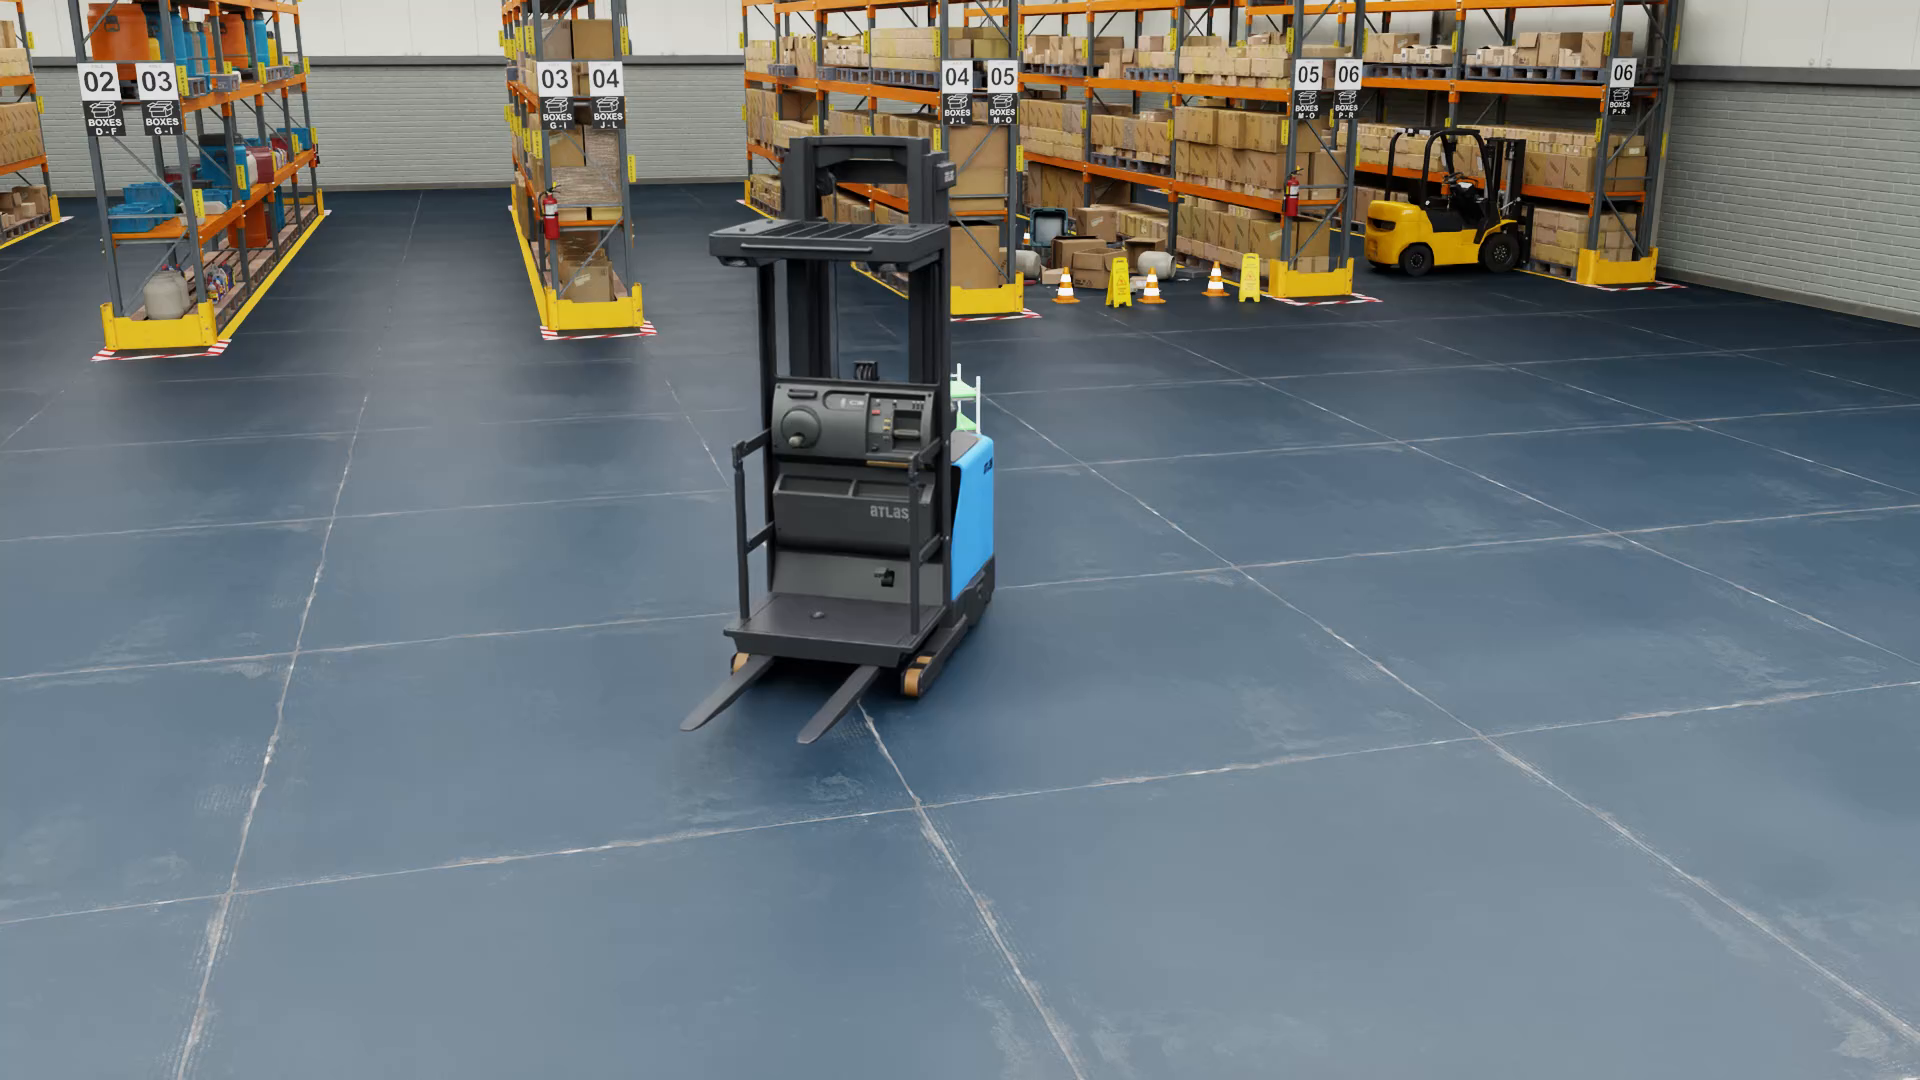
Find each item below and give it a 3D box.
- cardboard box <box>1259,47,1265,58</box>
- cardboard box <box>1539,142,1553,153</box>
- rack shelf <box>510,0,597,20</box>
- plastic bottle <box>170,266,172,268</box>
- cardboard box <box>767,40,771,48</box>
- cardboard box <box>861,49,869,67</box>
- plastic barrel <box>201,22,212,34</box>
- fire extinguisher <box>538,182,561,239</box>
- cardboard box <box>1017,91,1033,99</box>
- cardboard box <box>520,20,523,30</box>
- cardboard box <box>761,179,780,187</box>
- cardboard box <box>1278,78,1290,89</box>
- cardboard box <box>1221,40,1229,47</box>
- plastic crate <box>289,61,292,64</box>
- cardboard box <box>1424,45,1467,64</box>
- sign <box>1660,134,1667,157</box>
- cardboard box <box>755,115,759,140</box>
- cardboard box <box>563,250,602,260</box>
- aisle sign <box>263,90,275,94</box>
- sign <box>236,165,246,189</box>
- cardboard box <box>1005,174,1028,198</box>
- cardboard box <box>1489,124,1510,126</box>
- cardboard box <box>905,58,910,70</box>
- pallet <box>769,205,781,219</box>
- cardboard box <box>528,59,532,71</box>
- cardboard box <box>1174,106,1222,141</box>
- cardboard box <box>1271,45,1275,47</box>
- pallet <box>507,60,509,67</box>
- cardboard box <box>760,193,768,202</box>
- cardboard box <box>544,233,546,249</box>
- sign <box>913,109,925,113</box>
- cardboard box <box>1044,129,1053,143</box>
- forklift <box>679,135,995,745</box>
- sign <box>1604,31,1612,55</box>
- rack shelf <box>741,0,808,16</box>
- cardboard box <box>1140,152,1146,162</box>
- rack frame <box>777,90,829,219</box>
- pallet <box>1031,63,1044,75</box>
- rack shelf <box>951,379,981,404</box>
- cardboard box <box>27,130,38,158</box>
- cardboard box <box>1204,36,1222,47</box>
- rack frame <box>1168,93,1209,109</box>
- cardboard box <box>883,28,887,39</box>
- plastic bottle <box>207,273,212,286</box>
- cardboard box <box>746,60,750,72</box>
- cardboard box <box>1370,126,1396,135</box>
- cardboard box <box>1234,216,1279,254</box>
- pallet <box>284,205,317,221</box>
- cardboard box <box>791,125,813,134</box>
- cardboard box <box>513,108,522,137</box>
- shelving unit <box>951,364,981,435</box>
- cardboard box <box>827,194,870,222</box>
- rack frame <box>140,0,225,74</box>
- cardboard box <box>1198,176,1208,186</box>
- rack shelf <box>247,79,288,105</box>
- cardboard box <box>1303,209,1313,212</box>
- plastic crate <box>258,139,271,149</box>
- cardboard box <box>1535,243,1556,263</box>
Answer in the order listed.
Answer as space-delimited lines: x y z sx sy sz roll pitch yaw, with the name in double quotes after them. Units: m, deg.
4.450 -6.874 23.458 0.380 0.149 0.250 -5 17 -15 "cardboard box"
9.088 -5.998 25.404 0.380 0.149 0.250 -5 18 -17 "cardboard box"
-6.209 -8.101 25.224 1.077 0.370 4.000 -5 17 -15 "rack shelf"
-10.755 -3.600 22.701 0.097 0.271 0.097 0 17 0 "plastic bottle"
-3.600 -9.784 32.795 0.380 0.149 0.250 -5 17 -15 "cardboard box"
-1.210 -7.371 25.420 0.500 0.250 0.500 -5 17 -15 "cardboard box"
-11.504 -7.358 25.147 0.600 0.901 0.600 0 17 0 "plastic barrel"
-4.972 -3.999 20.185 0.296 0.674 0.183 -5 17 -15 "fire extinguisher"
1.280 -9.104 34.007 0.380 0.149 0.250 -5 17 -16 "cardboard box"
-8.110 -9.777 31.690 0.500 0.250 0.500 -6 18 -19 "cardboard box"
-3.962 -7.480 34.832 0.380 0.149 0.250 -4 17 -14 "cardboard box"
4.602 -6.280 22.869 0.380 0.149 0.250 -5 17 -15 "cardboard box"
5.924 -10.607 35.711 0.500 0.250 0.500 -5 17 -16 "cardboard box"
-12.698 -8.771 30.951 0.497 0.269 0.590 -5 17 -15 "plastic crate"
8.208 -8.211 28.111 0.500 0.311 0.500 -5 18 -17 "cardboard box"
10.275 -5.776 24.324 0.100 0.325 0.005 -5 17 -15 "sign"
-4.008 -8.656 34.863 0.500 0.500 0.500 -4 17 -15 "cardboard box"
-5.066 -3.619 22.402 0.500 0.500 0.500 -3 17 -10 "cardboard box"
-14.025 -9.380 33.445 0.394 0.787 0.004 -5 17 -15 "aisle sign"
-9.889 -4.992 22.875 0.100 0.325 0.005 -5 17 -15 "sign"
1.355 -7.611 35.798 0.875 0.438 0.875 -5 17 -17 "cardboard box"
9.019 -6.824 27.637 0.380 0.149 0.250 -5 17 -15 "cardboard box"
-0.529 -6.450 22.530 0.380 0.149 0.250 -5 17 -15 "cardboard box"
-3.280 -6.635 33.674 1.003 0.211 1.213 -5 17 -15 "pallet"
-5.575 -6.362 22.271 0.380 0.149 0.250 -5 17 -16 "cardboard box"
3.782 -6.524 26.029 0.700 0.500 0.500 -5 17 -16 "cardboard box"
6.496 -9.914 33.544 0.380 0.149 0.250 -4 17 -14 "cardboard box"
-8.743 -9.720 34.035 1.003 0.211 1.213 -5 17 -15 "pallet"
-3.987 -7.207 34.957 0.380 0.149 0.250 -6 18 -18 "cardboard box"
-6.390 -4.994 26.945 0.700 0.500 0.500 -6 18 -20 "cardboard box"
-1.064 -11.014 42.934 0.327 0.218 0.001 -5 17 -15 "sign"
1.945 -7.807 32.120 0.500 0.250 0.500 -5 17 -17 "cardboard box"
-0.653 -0.663 9.065 1.130 2.935 3.031 4 17 14 "forklift"
9.215 -7.065 23.641 0.100 0.325 0.005 -5 17 -15 "sign"
-3.611 -10.868 33.746 1.077 0.370 4.000 -5 17 -15 "rack shelf"
3.228 -6.408 27.778 0.380 0.149 0.250 -5 17 -15 "cardboard box"
-3.061 -7.788 32.663 1.000 3.000 0.127 -5 17 -15 "rack frame"
1.970 -9.302 32.824 0.805 0.209 1.217 -5 18 -17 "pallet"
-0.045 -1.019 11.812 0.258 0.148 0.480 -5 17 -15 "rack shelf"
-17.952 -7.550 31.698 0.500 0.500 0.500 -5 17 -15 "cardboard box"
3.947 -8.130 27.250 0.500 0.250 0.500 -5 17 -16 "cardboard box"
5.343 -9.707 39.052 1.000 3.000 0.127 -5 17 -15 "rack frame"
-0.879 -7.184 23.585 0.380 0.149 0.250 -5 17 -16 "cardboard box"
-9.887 -3.377 21.937 0.061 0.283 0.133 -5 17 -15 "plastic bottle"
-4.283 -10.114 35.456 0.500 0.250 0.500 -4 17 -13 "cardboard box"
7.698 -7.460 30.271 0.380 0.149 0.250 -5 17 -15 "cardboard box"
4.351 -4.476 24.385 0.500 0.500 0.500 -4 17 -13 "cardboard box"
-13.530 -6.572 33.462 1.003 0.211 1.213 -5 17 -15 "pallet"
-2.890 -7.504 30.392 0.380 0.149 0.250 -4 17 -13 "cardboard box"
-8.241 -7.959 31.675 0.500 0.500 0.500 -4 17 -14 "cardboard box"
-0.045 -0.620 11.932 0.258 1.200 0.503 -5 17 -15 "shelving unit"
-1.637 -5.388 27.855 1.050 0.750 0.750 -4 17 -14 "cardboard box"
-10.421 -7.692 21.917 1.000 3.000 0.127 -5 17 -15 "rack frame"
3.903 -5.553 25.662 0.380 0.149 0.250 -4 17 -14 "cardboard box"
-12.070 -7.571 27.978 1.077 0.370 4.000 -5 17 -15 "rack shelf"
7.091 -6.737 32.781 0.500 0.500 0.500 -5 17 -16 "cardboard box"
-13.787 -7.810 32.926 0.416 0.233 0.300 -5 17 -15 "plastic crate"
9.180 -4.409 25.464 0.500 0.250 0.500 -5 17 -15 "cardboard box"
